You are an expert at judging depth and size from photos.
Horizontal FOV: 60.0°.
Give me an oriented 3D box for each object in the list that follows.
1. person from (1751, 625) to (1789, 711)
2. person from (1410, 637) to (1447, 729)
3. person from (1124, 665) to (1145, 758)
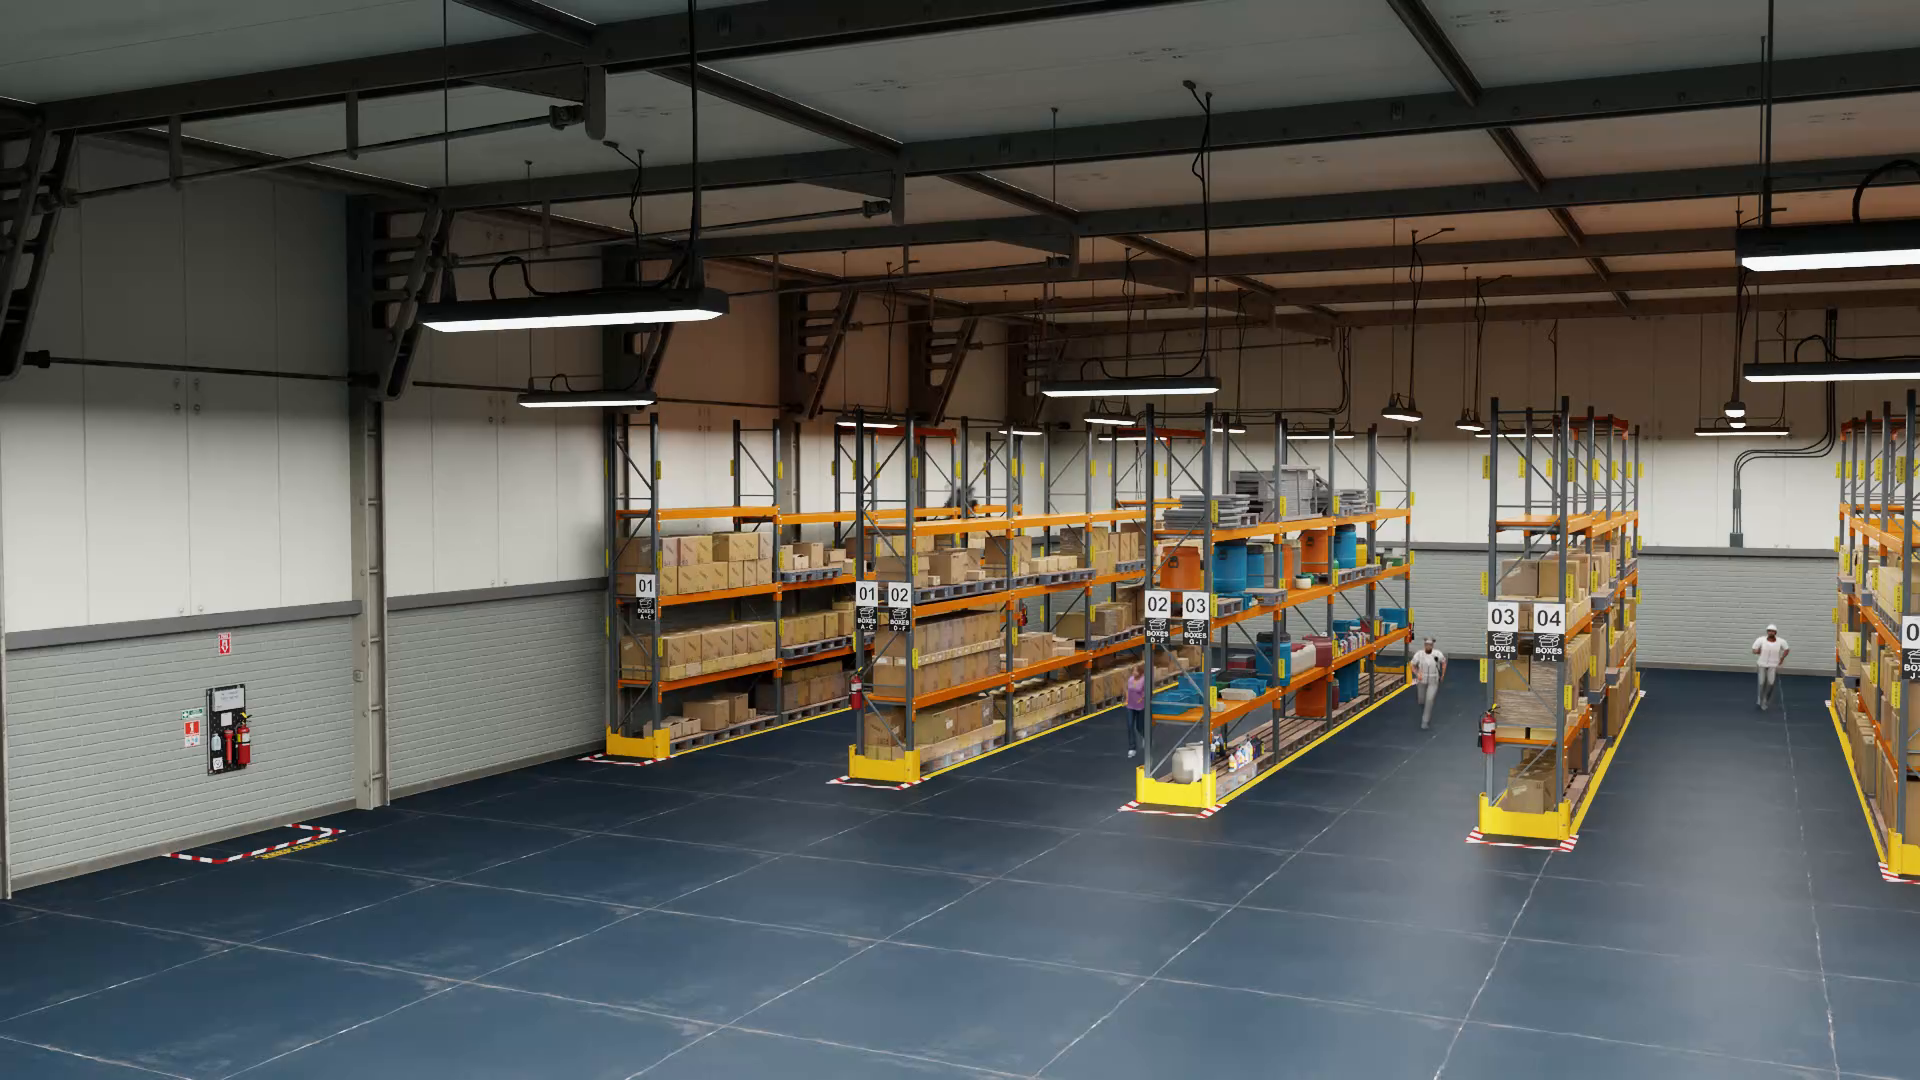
[{"bbox_3d":[16.933,2.673,34.797,0.694,1.811,0.735,1,3,31],"label":"person"},{"bbox_3d":[9.163,2.767,32.535,0.686,1.776,0.927,1,3,19],"label":"person"},{"bbox_3d":[3.114,2.982,29.247,0.541,1.598,0.839,1,3,24],"label":"person"}]
